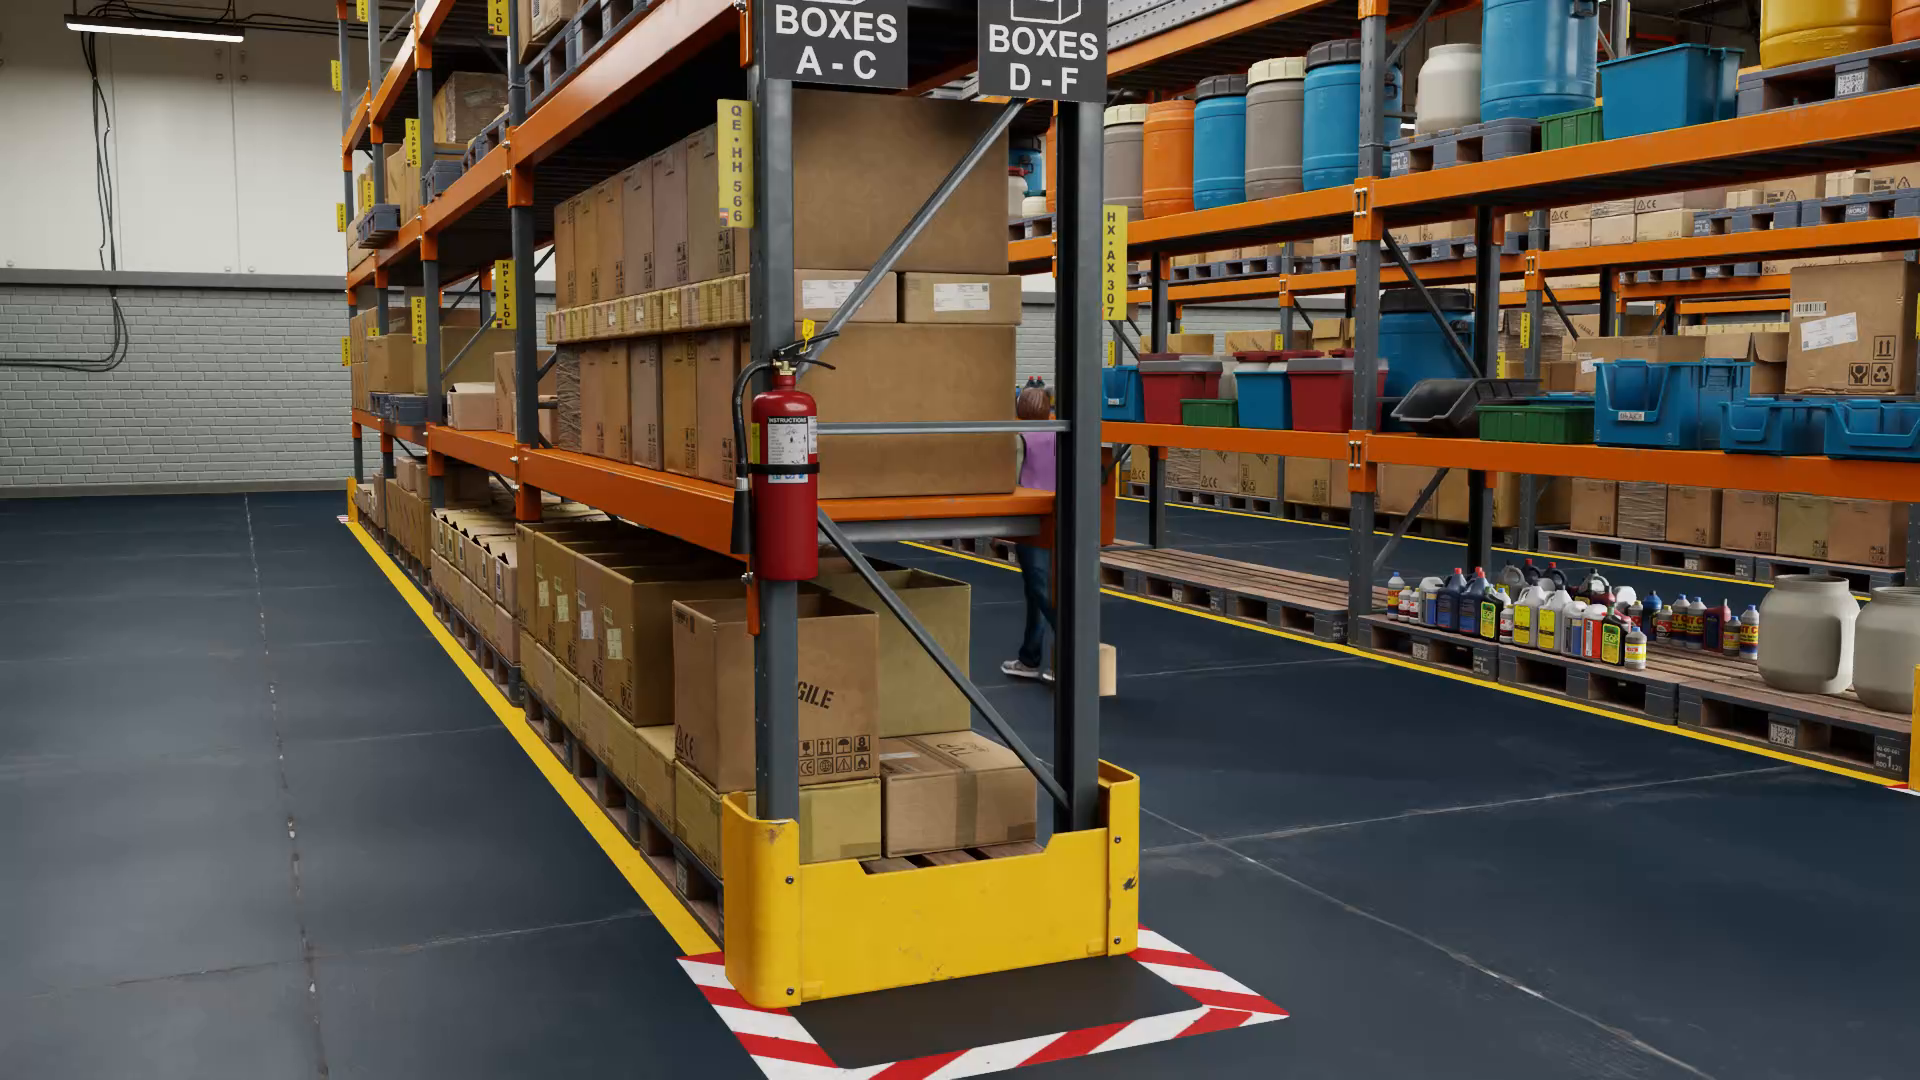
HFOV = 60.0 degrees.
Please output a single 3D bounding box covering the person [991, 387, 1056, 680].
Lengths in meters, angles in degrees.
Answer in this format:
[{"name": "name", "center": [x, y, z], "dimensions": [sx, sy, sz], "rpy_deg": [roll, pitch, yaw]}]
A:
[{"name": "person", "center": [0.447, -0.022, 8.961], "dimensions": [0.639, 1.575, 0.439], "rpy_deg": [5, 7, 40]}]
